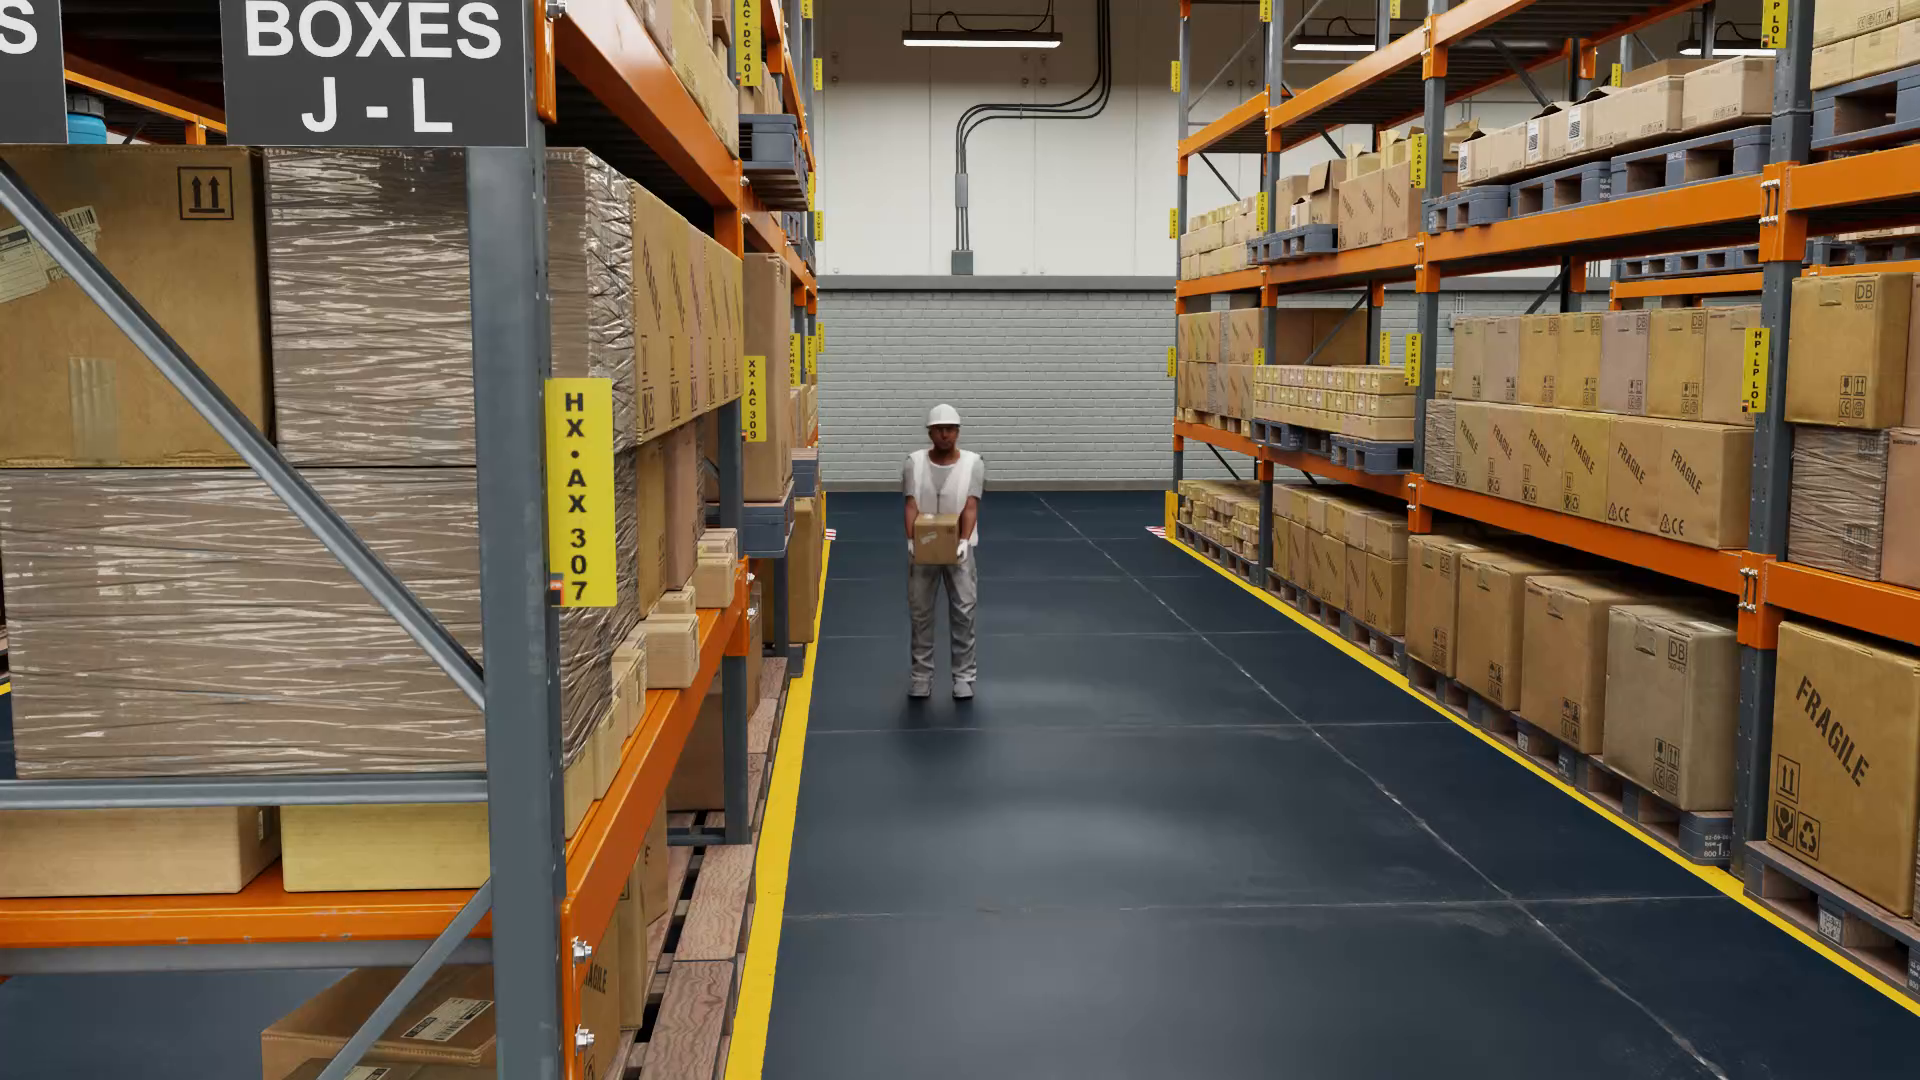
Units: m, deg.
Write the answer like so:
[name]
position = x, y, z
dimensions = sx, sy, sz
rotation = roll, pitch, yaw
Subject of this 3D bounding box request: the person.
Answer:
[person]
position = -0.104, 0.073, 10.039
dimensions = 0.490, 1.782, 0.578
rotation = 1, 7, 6
